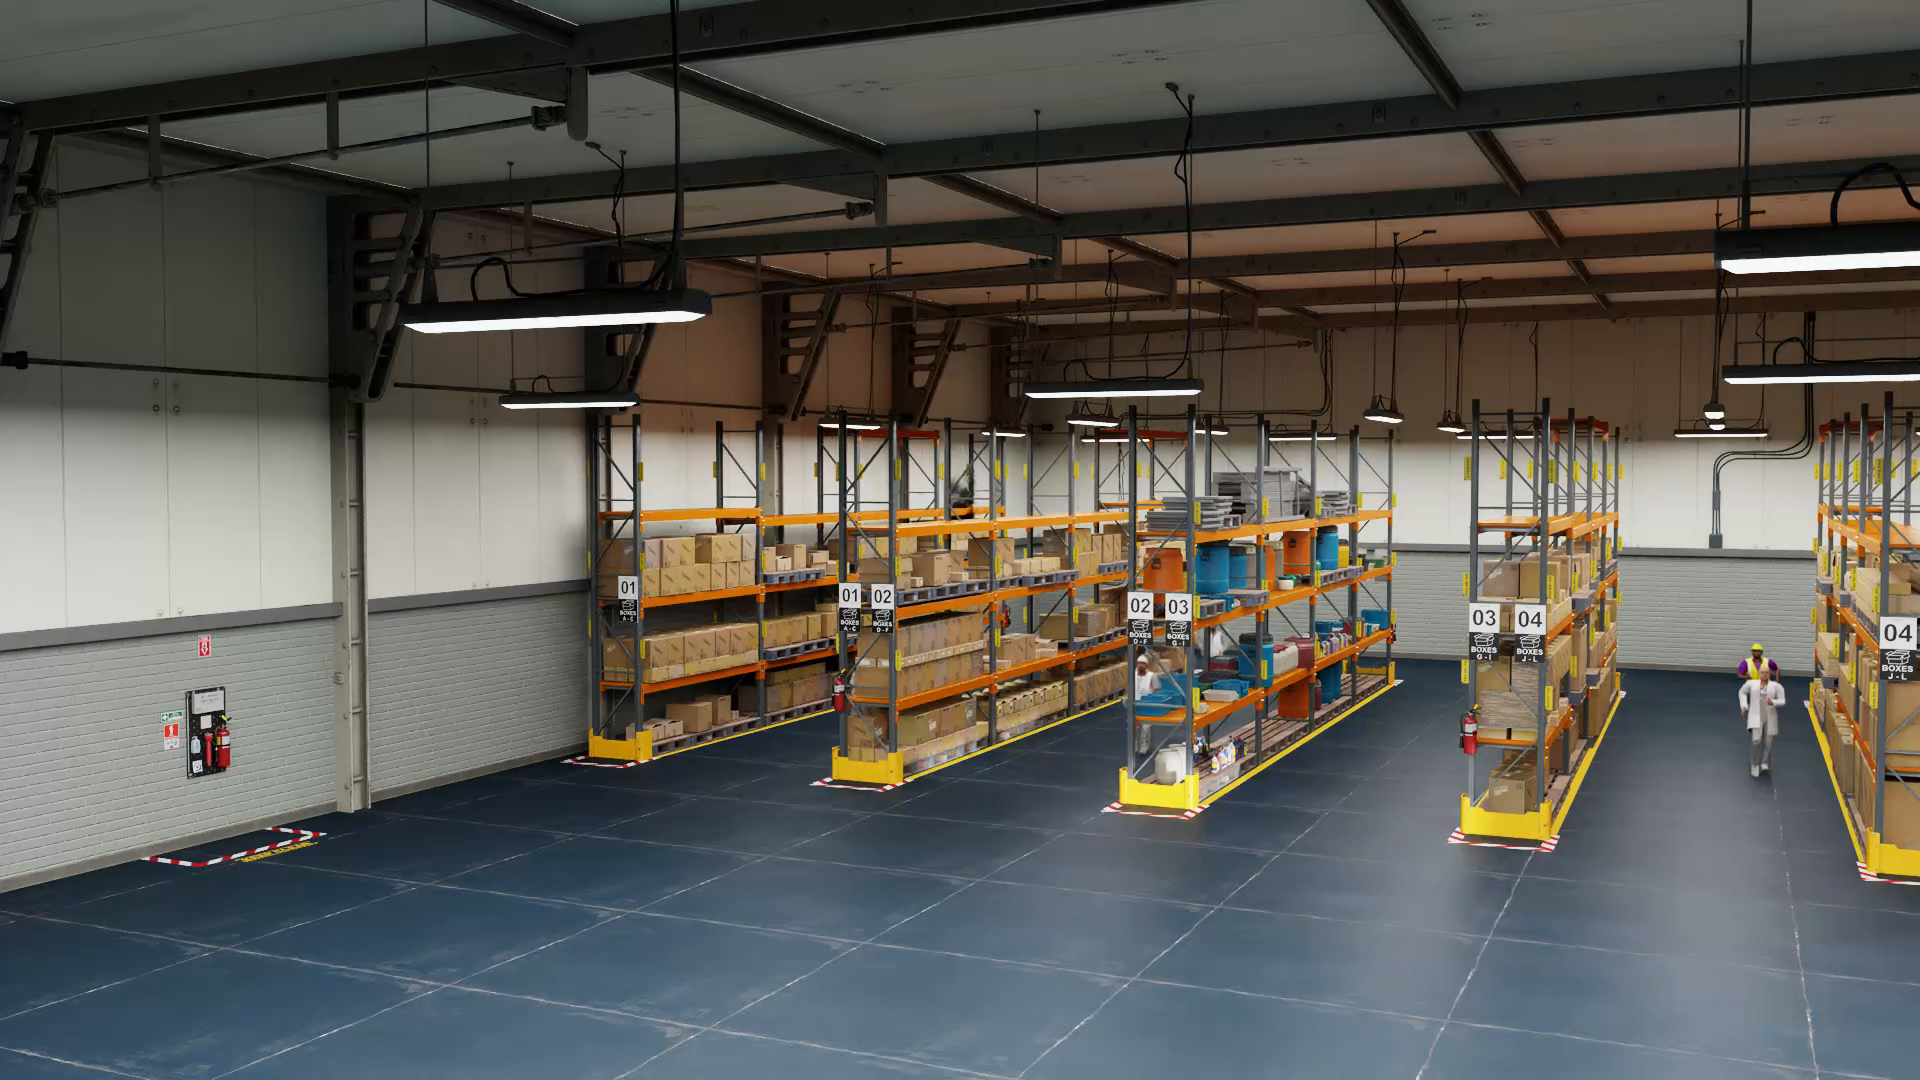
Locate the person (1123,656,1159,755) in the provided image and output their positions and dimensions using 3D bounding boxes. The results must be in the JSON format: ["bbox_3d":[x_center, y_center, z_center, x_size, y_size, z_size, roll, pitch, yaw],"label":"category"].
[{"bbox_3d":[3.157,2.906,29.153,0.662,1.744,0.657,1,2,16],"label":"person"}]

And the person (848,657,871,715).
[{"bbox_3d":[-1.774,2.916,29.802,0.594,1.684,0.845,1,3,21],"label":"person"}]

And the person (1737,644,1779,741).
[{"bbox_3d":[14.937,2.827,31.135,0.706,1.759,0.979,1,3,28],"label":"person"}]

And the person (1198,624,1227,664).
[{"bbox_3d":[5.643,2.611,37.192,0.657,1.720,0.612,1,2,14],"label":"person"}]

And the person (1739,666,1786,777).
[{"bbox_3d":[13.243,2.992,27.441,0.671,1.835,0.811,1,2,20],"label":"person"}]
